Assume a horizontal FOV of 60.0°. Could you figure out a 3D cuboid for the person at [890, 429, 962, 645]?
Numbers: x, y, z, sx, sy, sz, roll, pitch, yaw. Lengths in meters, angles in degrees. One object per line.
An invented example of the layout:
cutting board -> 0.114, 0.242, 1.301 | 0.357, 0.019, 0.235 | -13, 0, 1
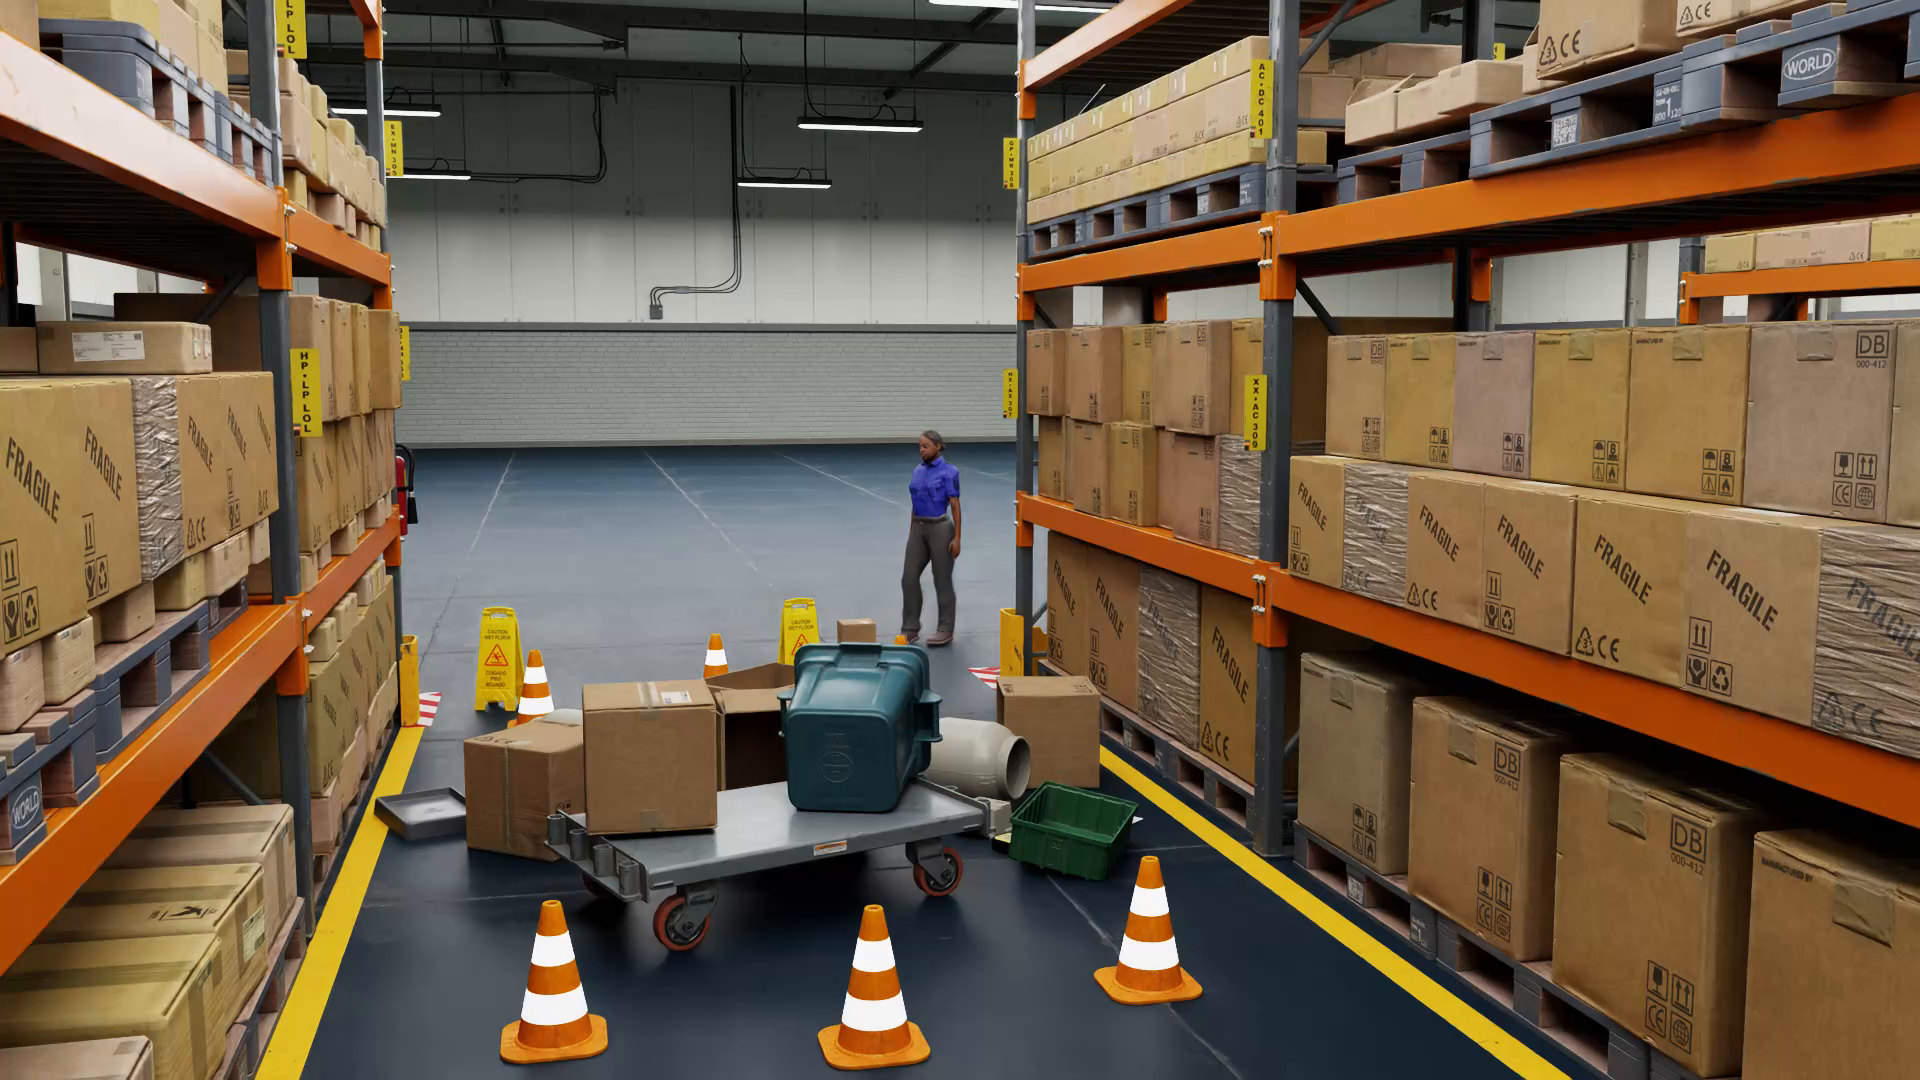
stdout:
person -> -0.247, 0.007, 12.781 | 0.499, 1.711, 0.463 | 5, 8, 39
